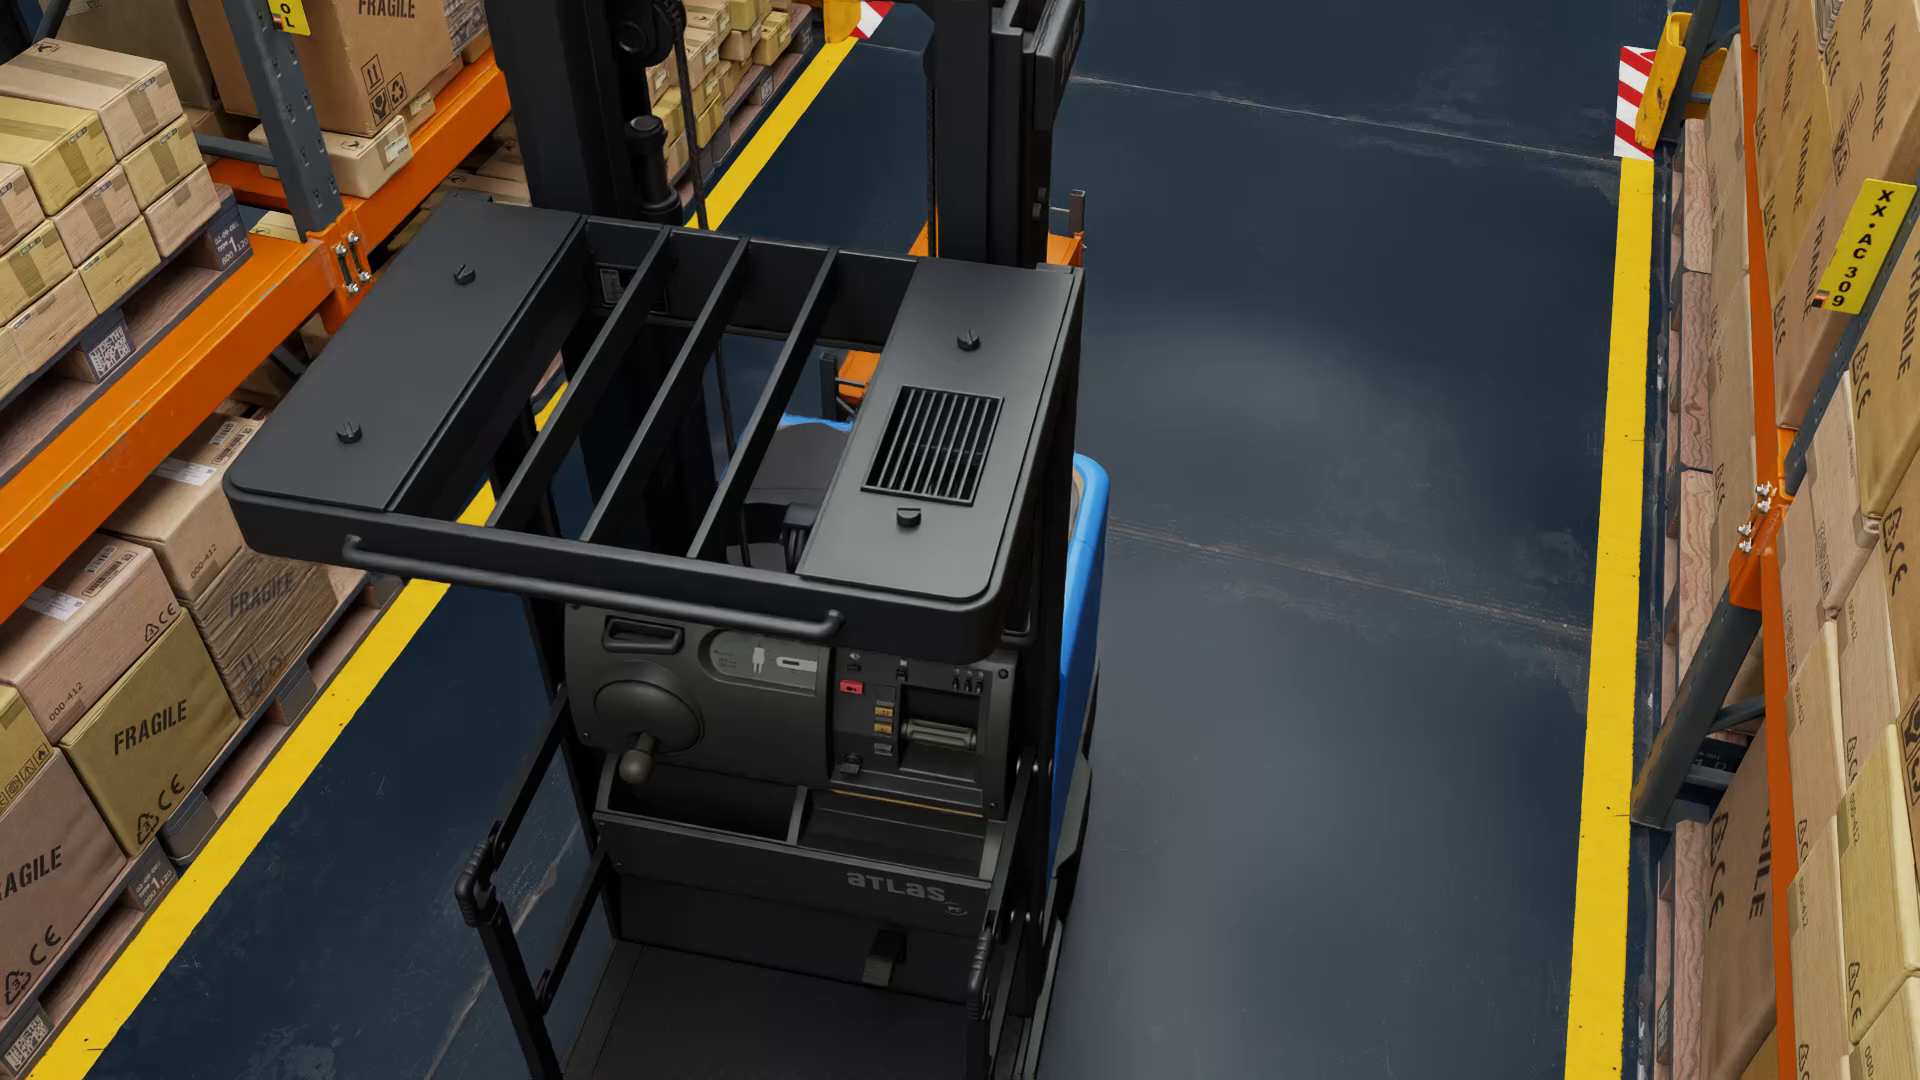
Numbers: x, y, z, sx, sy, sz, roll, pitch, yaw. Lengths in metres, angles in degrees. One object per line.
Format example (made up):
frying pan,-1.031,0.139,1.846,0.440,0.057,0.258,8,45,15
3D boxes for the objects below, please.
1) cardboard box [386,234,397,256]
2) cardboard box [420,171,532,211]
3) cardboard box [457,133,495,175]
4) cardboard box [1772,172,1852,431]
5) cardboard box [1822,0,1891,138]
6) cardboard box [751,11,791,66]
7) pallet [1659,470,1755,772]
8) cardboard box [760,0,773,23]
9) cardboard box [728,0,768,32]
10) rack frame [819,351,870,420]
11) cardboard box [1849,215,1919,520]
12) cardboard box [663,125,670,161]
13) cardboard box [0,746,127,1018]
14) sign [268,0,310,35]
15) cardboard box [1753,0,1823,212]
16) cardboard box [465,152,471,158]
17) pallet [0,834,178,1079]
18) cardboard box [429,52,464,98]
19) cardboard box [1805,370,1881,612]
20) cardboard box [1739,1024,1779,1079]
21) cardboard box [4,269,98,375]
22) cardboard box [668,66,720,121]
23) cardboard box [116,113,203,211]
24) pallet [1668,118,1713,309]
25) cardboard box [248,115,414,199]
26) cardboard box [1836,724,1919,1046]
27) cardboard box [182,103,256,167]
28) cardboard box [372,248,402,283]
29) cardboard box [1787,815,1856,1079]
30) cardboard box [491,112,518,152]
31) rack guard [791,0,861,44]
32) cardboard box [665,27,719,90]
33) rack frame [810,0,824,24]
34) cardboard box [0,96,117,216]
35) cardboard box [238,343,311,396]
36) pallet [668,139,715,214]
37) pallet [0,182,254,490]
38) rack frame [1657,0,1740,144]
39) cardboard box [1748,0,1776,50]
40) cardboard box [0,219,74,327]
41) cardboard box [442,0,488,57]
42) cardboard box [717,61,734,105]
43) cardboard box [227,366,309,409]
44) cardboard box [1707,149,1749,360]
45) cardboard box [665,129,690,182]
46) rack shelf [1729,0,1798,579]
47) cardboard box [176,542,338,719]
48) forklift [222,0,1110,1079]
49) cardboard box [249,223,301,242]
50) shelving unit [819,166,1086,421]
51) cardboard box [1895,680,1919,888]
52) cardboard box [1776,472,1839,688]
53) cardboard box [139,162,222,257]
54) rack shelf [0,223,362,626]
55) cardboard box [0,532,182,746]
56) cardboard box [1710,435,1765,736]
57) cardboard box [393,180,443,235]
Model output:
cardboard box,-2.186,-1.179,6.336,0.380,0.149,0.250,13,46,13
cardboard box,-1.754,-1.211,6.156,0.380,0.149,0.250,11,46,11
cardboard box,-2.027,-1.528,6.692,0.380,0.149,0.250,11,45,11
cardboard box,2.362,-0.571,4.117,0.500,0.500,0.500,13,46,13
cardboard box,2.507,-1.275,4.121,0.500,0.500,0.500,12,46,12
cardboard box,-1.013,-2.363,7.758,0.380,0.149,0.250,14,46,14
pallet,2.770,0.334,5.257,1.003,0.211,1.213,13,46,13
cardboard box,-1.090,-2.482,7.667,0.380,0.149,0.250,12,46,12
cardboard box,-1.078,-2.402,7.372,0.380,0.149,0.250,12,46,12
rack frame,-0.152,-0.068,5.015,0.500,1.125,0.032,13,46,13
cardboard box,2.058,-0.333,3.159,0.500,0.500,0.500,13,46,13
cardboard box,-1.412,-1.593,6.759,0.380,0.149,0.250,13,46,13
cardboard box,-2.582,0.820,4.254,0.500,0.500,0.500,12,46,12
sign,-1.753,-1.452,4.261,0.100,0.325,0.005,13,46,13
cardboard box,2.651,-1.253,4.815,0.500,0.500,0.500,12,46,12
cardboard box,-2.098,-1.674,6.629,0.380,0.149,0.250,11,45,11
pallet,-2.885,1.179,4.395,1.003,0.211,1.213,13,46,13
cardboard box,-1.847,-1.560,5.379,0.380,0.149,0.250,11,45,11
cardboard box,2.064,-0.063,3.420,0.500,0.250,0.500,11,46,11
cardboard box,2.088,1.471,3.321,0.875,0.875,0.875,14,46,14
cardboard box,-2.370,-0.568,4.065,0.380,0.149,0.250,12,46,12
cardboard box,-1.259,-1.950,7.123,0.380,0.149,0.250,13,46,13
cardboard box,-2.215,-1.013,4.307,0.380,0.149,0.250,14,46,14
pallet,3.509,-1.292,6.919,1.003,0.211,1.213,13,46,13
cardboard box,-1.885,-1.183,4.994,0.380,0.149,0.250,14,46,14
cardboard box,1.754,0.621,2.721,0.500,0.250,0.500,13,46,13
cardboard box,-2.419,-1.303,5.117,0.380,0.149,0.250,12,46,12
cardboard box,-1.841,-0.854,5.790,0.380,0.149,0.250,15,46,14
cardboard box,1.755,0.802,2.892,0.500,0.250,0.500,12,46,12
cardboard box,-1.595,-1.563,6.515,0.380,0.149,0.250,11,45,11
rack guard,-1.094,-2.875,8.331,1.175,0.500,0.348,13,46,13
cardboard box,-1.245,-2.052,7.015,0.380,0.149,0.250,14,46,14
rack frame,-1.071,-3.819,7.508,1.000,3.000,0.127,13,46,13
cardboard box,-2.299,-0.938,4.018,0.380,0.149,0.250,11,45,11
cardboard box,-2.490,-0.668,5.813,0.380,0.149,0.250,13,46,13
pallet,-1.745,-1.427,7.058,1.003,0.211,1.213,13,46,13
pallet,-2.653,-0.606,4.362,1.003,0.211,1.213,13,46,13
rack frame,3.677,-2.838,6.506,1.000,3.000,0.127,13,46,13
cardboard box,2.960,-1.936,5.513,0.500,0.500,0.500,12,46,12
cardboard box,-2.372,-0.672,3.959,0.380,0.149,0.250,14,46,14
cardboard box,-1.750,-1.903,5.266,0.500,0.500,0.500,13,46,12
cardboard box,-1.238,-2.037,7.425,0.380,0.149,0.250,13,46,13
cardboard box,-2.489,-0.618,5.975,0.380,0.149,0.250,13,46,13
cardboard box,3.303,-1.000,6.159,0.875,0.438,0.875,14,46,14
cardboard box,-1.357,-1.676,7.056,0.380,0.149,0.250,13,46,13
rack shelf,3.071,-1.248,5.395,1.077,0.370,4.000,13,46,13
cardboard box,-2.267,0.137,4.952,0.500,0.500,0.500,12,46,12
forklift,-0.394,0.433,3.211,1.130,2.935,3.031,8,45,9
cardboard box,-2.383,-0.968,5.907,0.380,0.149,0.250,13,46,13
shelving unit,0.002,-0.407,5.361,0.538,1.125,1.048,13,46,13
cardboard box,1.776,0.346,2.465,0.500,0.500,0.500,11,46,12
cardboard box,2.081,0.119,3.591,0.500,0.250,0.500,12,46,12
cardboard box,-2.214,-0.907,4.411,0.380,0.149,0.250,12,46,12
rack shelf,-2.888,0.437,3.673,1.077,0.370,4.000,13,46,13
cardboard box,-2.436,0.212,4.339,0.500,0.250,0.500,15,46,14
cardboard box,2.758,0.198,4.935,0.875,0.438,0.875,12,46,12
cardboard box,-2.162,-1.292,6.238,0.380,0.149,0.250,14,46,14
